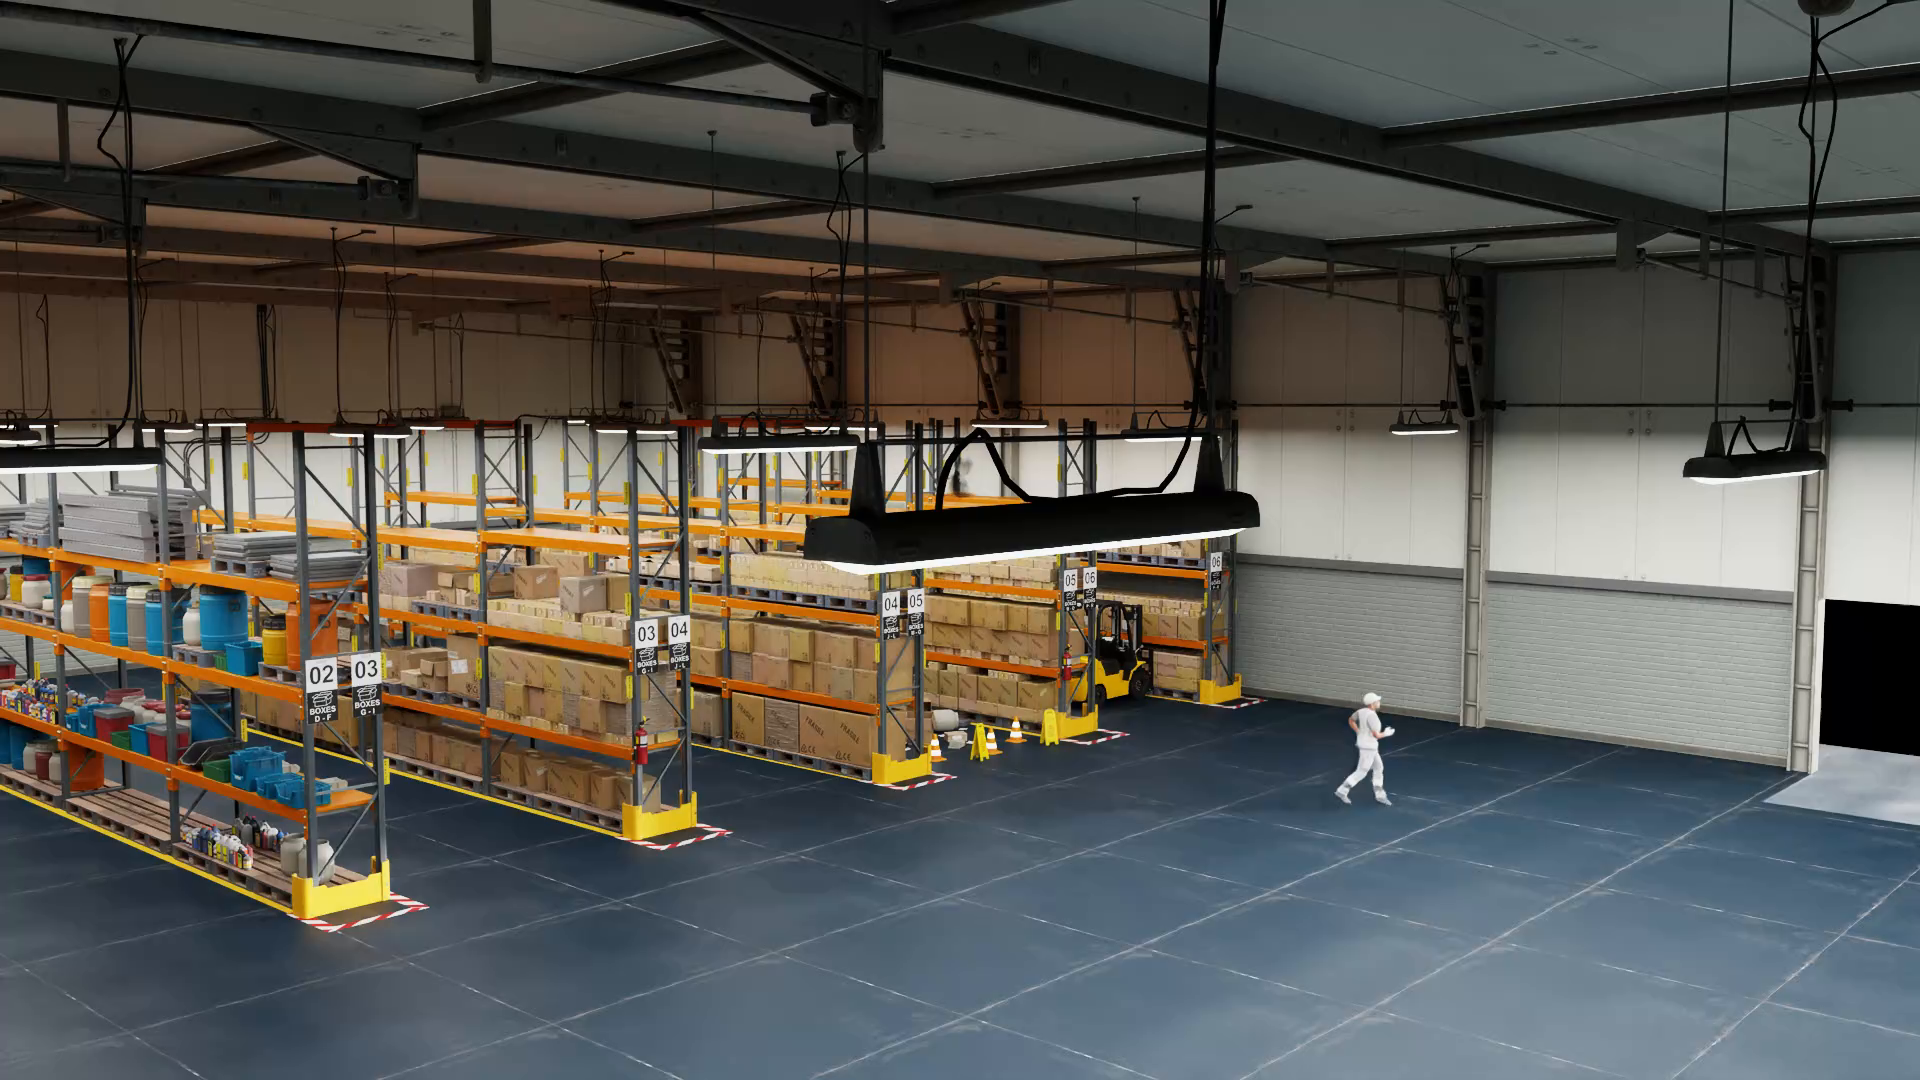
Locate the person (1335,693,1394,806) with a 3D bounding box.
[{"bbox_3d":[6.354,3.298,26.125,0.980,1.814,0.673,0,5,-1],"label":"person"}]

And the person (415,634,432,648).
[{"bbox_3d":[-13.096,2.226,40.490,0.548,1.610,0.868,3,6,36],"label":"person"}]

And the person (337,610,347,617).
[{"bbox_3d":[-14.387,2.380,38.515,0.718,1.685,0.671,1,5,8],"label":"person"}]
